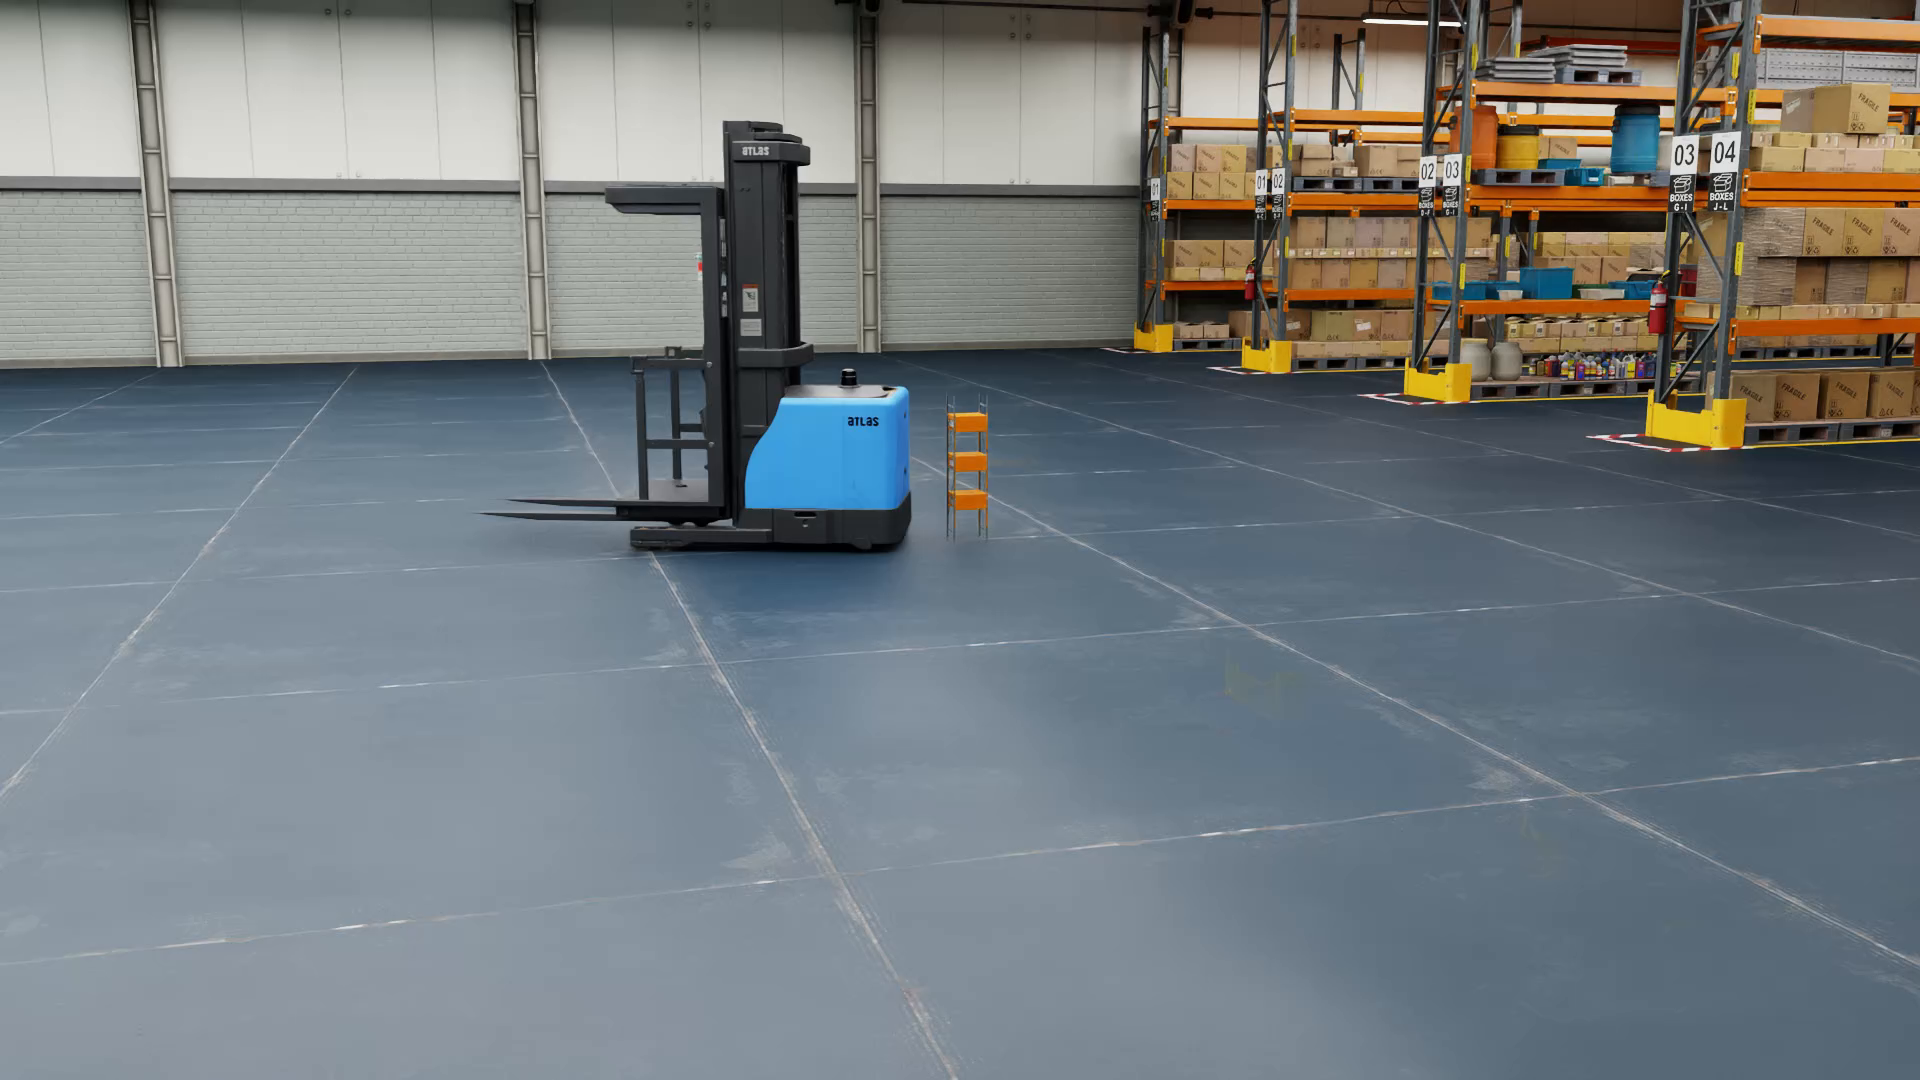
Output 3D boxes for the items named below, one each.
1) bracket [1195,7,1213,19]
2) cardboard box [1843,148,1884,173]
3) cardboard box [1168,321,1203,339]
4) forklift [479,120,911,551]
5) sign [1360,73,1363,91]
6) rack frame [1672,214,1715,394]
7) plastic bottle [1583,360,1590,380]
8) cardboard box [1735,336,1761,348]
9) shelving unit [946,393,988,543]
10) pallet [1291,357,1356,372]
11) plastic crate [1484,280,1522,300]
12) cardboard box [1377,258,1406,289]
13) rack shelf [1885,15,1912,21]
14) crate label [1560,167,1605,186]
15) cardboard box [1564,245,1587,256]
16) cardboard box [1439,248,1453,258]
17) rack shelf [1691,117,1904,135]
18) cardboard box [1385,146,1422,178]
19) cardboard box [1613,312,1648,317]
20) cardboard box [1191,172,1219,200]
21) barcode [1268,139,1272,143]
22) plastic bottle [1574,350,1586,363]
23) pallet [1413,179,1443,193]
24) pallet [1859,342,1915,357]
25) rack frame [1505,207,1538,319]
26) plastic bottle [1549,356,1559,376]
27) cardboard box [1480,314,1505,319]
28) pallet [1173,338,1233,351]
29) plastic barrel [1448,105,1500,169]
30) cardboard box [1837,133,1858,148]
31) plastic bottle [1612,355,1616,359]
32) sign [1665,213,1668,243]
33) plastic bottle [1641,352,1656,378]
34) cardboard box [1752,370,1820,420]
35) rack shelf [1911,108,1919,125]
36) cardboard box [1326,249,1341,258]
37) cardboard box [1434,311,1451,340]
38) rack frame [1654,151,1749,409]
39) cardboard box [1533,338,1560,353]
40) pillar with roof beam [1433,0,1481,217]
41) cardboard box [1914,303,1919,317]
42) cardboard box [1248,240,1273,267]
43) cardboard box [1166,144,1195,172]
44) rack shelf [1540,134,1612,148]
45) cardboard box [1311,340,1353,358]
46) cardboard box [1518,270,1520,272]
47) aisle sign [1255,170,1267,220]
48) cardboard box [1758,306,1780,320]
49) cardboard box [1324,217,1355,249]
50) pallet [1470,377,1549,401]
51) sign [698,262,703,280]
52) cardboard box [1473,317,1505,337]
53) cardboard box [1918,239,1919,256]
[{"bbox_3d":[4.553,-9.983,31.477,0.430,0.232,0.235,-3,11,-16],"label":"bracket"},{"bbox_3d":[9.284,-3.966,17.436,0.500,0.250,0.500,-3,11,-16],"label":"cardboard box"},{"bbox_3d":[4.315,-4.030,31.866,0.500,0.311,0.500,-4,11,-22],"label":"cardboard box"},{"bbox_3d":[-1.904,-1.457,11.863,3.031,2.935,1.130,1,10,4],"label":"forklift"},{"bbox_3d":[7.600,-8.673,31.505,0.005,0.325,0.100,-3,11,-16],"label":"sign"},{"bbox_3d":[10.235,-3.597,23.302,0.127,3.000,1.000,-3,11,-16],"label":"rack frame"},{"bbox_3d":[8.551,-2.324,22.708,0.097,0.271,0.097,0,10,0],"label":"plastic bottle"},{"bbox_3d":[13.713,-3.649,29.271,0.500,0.500,0.500,-3,11,-18],"label":"cardboard box"},{"bbox_3d":[0.051,-0.519,11.966,0.252,1.050,0.215,-3,11,-16],"label":"shelving unit"},{"bbox_3d":[5.736,-2.931,27.383,1.213,0.211,1.003,-3,11,-16],"label":"pallet"},{"bbox_3d":[7.416,-3.431,22.809,0.408,0.251,0.499,-3,11,-16],"label":"plastic crate"},{"bbox_3d":[6.951,-4.406,27.416,0.500,0.500,0.700,-3,11,-14],"label":"cardboard box"},{"bbox_3d":[18.456,-9.196,29.950,4.000,0.370,1.077,-3,11,-16],"label":"rack shelf"},{"bbox_3d":[8.284,-4.834,22.147,0.408,0.251,0.502,-3,11,-16],"label":"crate label"},{"bbox_3d":[12.350,-5.732,33.746,0.500,0.500,0.500,-3,11,-14],"label":"cardboard box"},{"bbox_3d":[7.912,-4.736,27.422,0.250,0.149,0.380,-3,11,-16],"label":"cardboard box"},{"bbox_3d":[14.615,-7.162,29.188,4.000,0.370,1.077,-3,11,-16],"label":"rack shelf"},{"bbox_3d":[7.238,-6.199,27.315,0.637,0.503,0.797,-2,11,-10],"label":"cardboard box"},{"bbox_3d":[13.707,-4.773,34.464,0.750,0.750,0.750,-3,11,-14],"label":"cardboard box"},{"bbox_3d":[4.542,-6.646,31.245,0.500,0.500,0.500,-2,11,-12],"label":"cardboard box"},{"bbox_3d":[6.011,-7.733,32.237,0.075,0.075,0.001,-3,11,-16],"label":"barcode"},{"bbox_3d":[8.755,-2.511,23.503,0.185,0.351,0.144,-3,11,-16],"label":"plastic bottle"},{"bbox_3d":[8.042,-5.843,27.458,1.213,0.211,1.003,-3,11,-16],"label":"pallet"},{"bbox_3d":[17.195,-3.526,30.620,1.213,0.211,1.003,-3,11,-16],"label":"pallet"},{"bbox_3d":[11.307,-5.522,33.757,0.127,3.000,1.000,-3,11,-16],"label":"rack frame"},{"bbox_3d":[8.315,-2.434,23.270,0.133,0.283,0.061,-3,11,-16],"label":"plastic bottle"},{"bbox_3d":[10.630,-4.463,33.696,0.500,0.500,0.700,-3,11,-15],"label":"cardboard box"},{"bbox_3d":[4.488,-3.785,32.021,1.213,0.211,1.003,-3,11,-16],"label":"pallet"},{"bbox_3d":[6.826,-5.335,22.108,0.708,0.830,0.600,-3,11,-16],"label":"plastic barrel"},{"bbox_3d":[9.108,-4.149,17.325,0.250,0.149,0.380,-3,11,-16],"label":"cardboard box"},{"bbox_3d":[9.239,-2.475,23.525,0.097,0.271,0.097,0,10,0],"label":"plastic bottle"},{"bbox_3d":[7.643,-3.356,17.922,0.005,0.325,0.100,-3,11,-16],"label":"sign"},{"bbox_3d":[9.513,-2.419,23.000,0.185,0.351,0.144,-4,11,-19],"label":"plastic bottle"},{"bbox_3d":[8.947,-1.576,18.066,0.500,0.500,0.500,0,10,-1],"label":"cardboard box"},{"bbox_3d":[15.996,-6.301,24.510,4.000,0.370,1.077,-3,11,-16],"label":"rack shelf"},{"bbox_3d":[5.943,-4.633,26.860,0.250,0.149,0.380,-3,11,-16],"label":"cardboard box"},{"bbox_3d":[7.987,-3.597,27.663,0.500,0.500,0.500,-3,11,-16],"label":"cardboard box"},{"bbox_3d":[7.779,-2.534,17.526,0.127,3.000,1.000,-3,11,-16],"label":"rack frame"},{"bbox_3d":[9.802,-3.316,28.207,0.500,0.250,0.500,-3,11,-15],"label":"cardboard box"},{"bbox_3d":[11.020,-7.809,29.608,0.548,9.000,9.100,-3,11,-16],"label":"pillar with roof beam"},{"bbox_3d":[10.281,-2.496,18.014,0.250,0.149,0.380,-3,11,-16],"label":"cardboard box"},{"bbox_3d":[5.635,-5.470,31.764,0.500,0.500,0.500,-3,11,-14],"label":"cardboard box"},{"bbox_3d":[4.063,-7.120,31.061,0.500,0.500,0.500,-4,11,-20],"label":"cardboard box"},{"bbox_3d":[13.227,-8.023,33.865,4.000,0.370,1.077,-3,11,-16],"label":"rack shelf"},{"bbox_3d":[6.070,-3.125,27.170,0.500,0.250,0.500,-3,11,-16],"label":"cardboard box"},{"bbox_3d":[9.647,-4.469,28.408,0.258,0.266,0.396,-3,11,-17],"label":"cardboard box"},{"bbox_3d":[4.868,-5.582,26.905,0.004,0.787,0.394,-3,11,-16],"label":"aisle sign"},{"bbox_3d":[8.364,-2.393,17.452,0.250,0.149,0.380,-3,11,-16],"label":"cardboard box"},{"bbox_3d":[6.020,-4.995,27.035,0.500,0.500,0.700,-3,11,-17],"label":"cardboard box"},{"bbox_3d":[7.236,-2.076,22.739,1.213,0.211,1.003,-3,11,-16],"label":"pallet"},{"bbox_3d":[-4.648,-4.888,30.216,0.234,0.329,0.001,-3,11,-16],"label":"sign"},{"bbox_3d":[9.163,-3.659,28.523,0.500,0.311,0.500,-3,11,-16],"label":"cardboard box"},{"bbox_3d":[10.304,-3.302,17.840,0.500,0.500,0.500,-3,11,-16],"label":"cardboard box"}]
